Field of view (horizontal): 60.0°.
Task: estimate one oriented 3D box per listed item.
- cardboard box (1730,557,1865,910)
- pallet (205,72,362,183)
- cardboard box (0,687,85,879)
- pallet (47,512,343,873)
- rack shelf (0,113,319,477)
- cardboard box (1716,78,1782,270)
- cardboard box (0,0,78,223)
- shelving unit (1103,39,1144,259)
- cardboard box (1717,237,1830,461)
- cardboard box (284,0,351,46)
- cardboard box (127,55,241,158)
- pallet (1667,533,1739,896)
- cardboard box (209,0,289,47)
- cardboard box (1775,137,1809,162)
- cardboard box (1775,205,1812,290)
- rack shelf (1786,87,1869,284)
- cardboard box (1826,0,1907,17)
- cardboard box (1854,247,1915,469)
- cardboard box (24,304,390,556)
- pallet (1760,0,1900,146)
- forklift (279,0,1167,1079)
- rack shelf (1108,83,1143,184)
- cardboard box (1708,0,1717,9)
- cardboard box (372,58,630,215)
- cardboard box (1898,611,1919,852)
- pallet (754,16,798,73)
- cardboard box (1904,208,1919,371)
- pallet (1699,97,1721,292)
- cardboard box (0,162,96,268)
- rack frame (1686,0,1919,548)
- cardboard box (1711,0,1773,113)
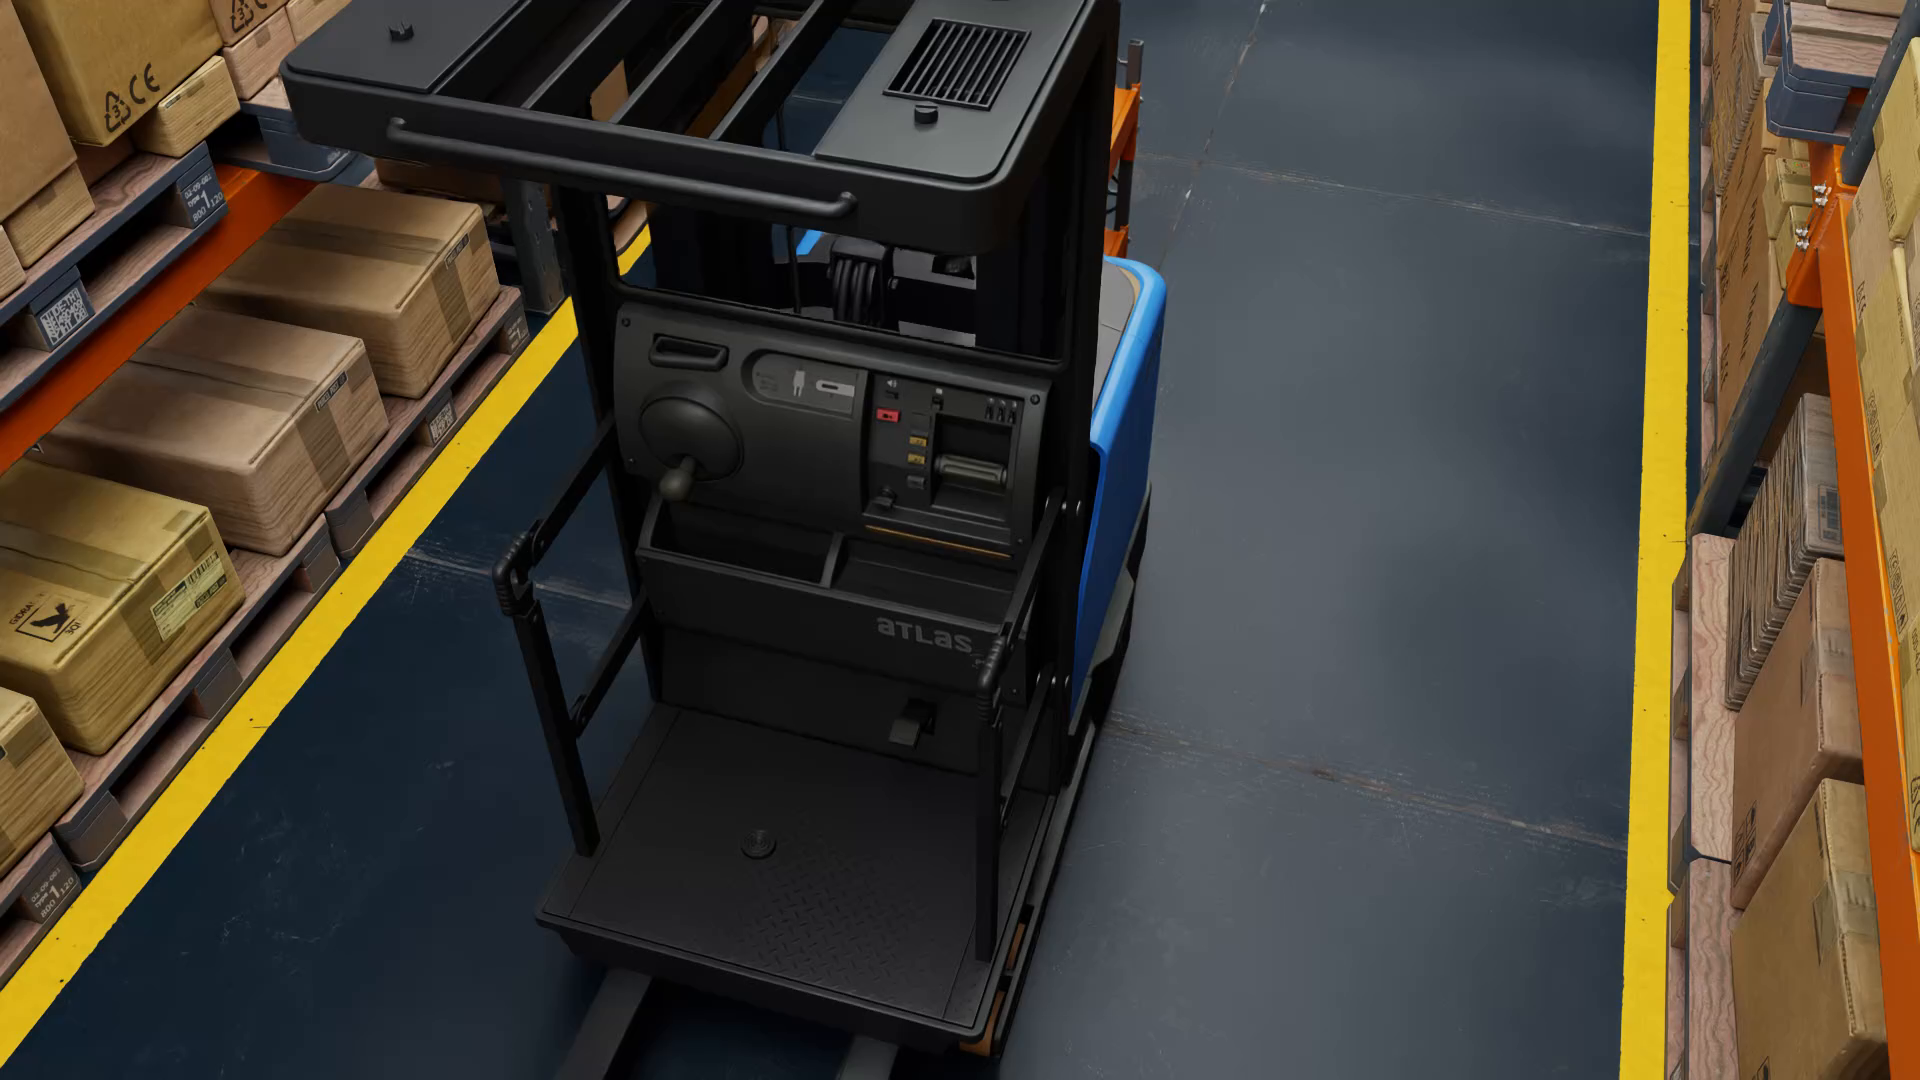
[{"bbox_3d":[2.384,0.566,3.925,0.875,0.625,0.625,14,46,14],"label":"cardboard box"},{"bbox_3d":[-2.070,-1.466,4.740,1.213,0.211,1.003,13,46,13],"label":"pallet"},{"bbox_3d":[-2.796,0.593,4.077,0.950,0.372,0.625,15,46,15],"label":"cardboard box"},{"bbox_3d":[-2.565,0.296,4.797,1.003,0.211,1.213,13,46,13],"label":"pallet"},{"bbox_3d":[-2.561,-0.442,4.071,1.077,0.370,4.000,13,46,13],"label":"rack shelf"},{"bbox_3d":[3.017,-1.248,5.867,0.500,0.500,0.500,14,46,14],"label":"cardboard box"},{"bbox_3d":[-2.292,-0.915,3.456,0.500,0.500,0.500,11,45,11],"label":"cardboard box"},{"bbox_3d":[0.191,-0.875,5.339,0.538,1.125,1.048,12,46,12],"label":"shelving unit"},{"bbox_3d":[2.699,-0.567,5.172,0.500,0.500,0.500,14,46,14],"label":"cardboard box"},{"bbox_3d":[-1.876,-1.452,4.469,0.380,0.149,0.250,12,46,12],"label":"cardboard box"},{"bbox_3d":[-2.030,-1.100,4.109,0.380,0.149,0.250,13,46,13],"label":"cardboard box"},{"bbox_3d":[2.490,0.554,4.533,1.003,0.211,1.213,13,46,13],"label":"pallet"},{"bbox_3d":[-1.974,-1.615,4.171,0.500,0.500,0.500,12,46,12],"label":"cardboard box"},{"bbox_3d":[2.859,-1.209,5.364,0.380,0.149,0.250,11,45,11],"label":"cardboard box"},{"bbox_3d":[2.684,-0.854,5.002,0.380,0.149,0.250,10,45,11],"label":"cardboard box"},{"bbox_3d":[3.382,-2.059,5.724,1.077,0.370,4.000,13,46,13],"label":"rack shelf"},{"bbox_3d":[2.609,-1.562,4.581,0.380,0.149,0.250,13,46,13],"label":"cardboard box"},{"bbox_3d":[2.252,-0.351,3.571,0.500,0.250,0.500,12,46,12],"label":"cardboard box"},{"bbox_3d":[-2.352,-0.375,5.067,0.950,0.372,0.625,12,46,12],"label":"cardboard box"},{"bbox_3d":[2.915,-1.381,4.654,1.213,0.211,1.003,13,46,13],"label":"pallet"},{"bbox_3d":[-0.339,-0.132,3.289,1.130,2.935,3.031,12,46,12],"label":"forklift"},{"bbox_3d":[0.191,-1.084,5.135,0.538,0.278,1.000,12,46,12],"label":"rack shelf"},{"bbox_3d":[3.627,-2.631,7.281,0.500,0.500,0.500,14,46,14],"label":"cardboard box"},{"bbox_3d":[-1.667,-1.865,6.230,0.875,0.875,0.875,12,46,12],"label":"cardboard box"},{"bbox_3d":[1.944,0.339,2.866,0.500,0.250,0.500,14,46,14],"label":"cardboard box"},{"bbox_3d":[-1.274,-2.355,7.506,1.003,0.211,1.213,13,46,13],"label":"pallet"},{"bbox_3d":[2.256,-0.531,3.397,0.500,0.250,0.500,14,46,14],"label":"cardboard box"},{"bbox_3d":[3.410,-1.286,6.414,1.003,0.211,1.213,13,46,13],"label":"pallet"},{"bbox_3d":[-2.224,-0.774,3.776,0.380,0.149,0.250,11,45,11],"label":"cardboard box"},{"bbox_3d":[2.776,-0.983,4.110,1.000,3.000,0.127,13,46,13],"label":"rack frame"},{"bbox_3d":[3.319,-1.942,6.577,0.500,0.500,0.500,11,45,11],"label":"cardboard box"}]
